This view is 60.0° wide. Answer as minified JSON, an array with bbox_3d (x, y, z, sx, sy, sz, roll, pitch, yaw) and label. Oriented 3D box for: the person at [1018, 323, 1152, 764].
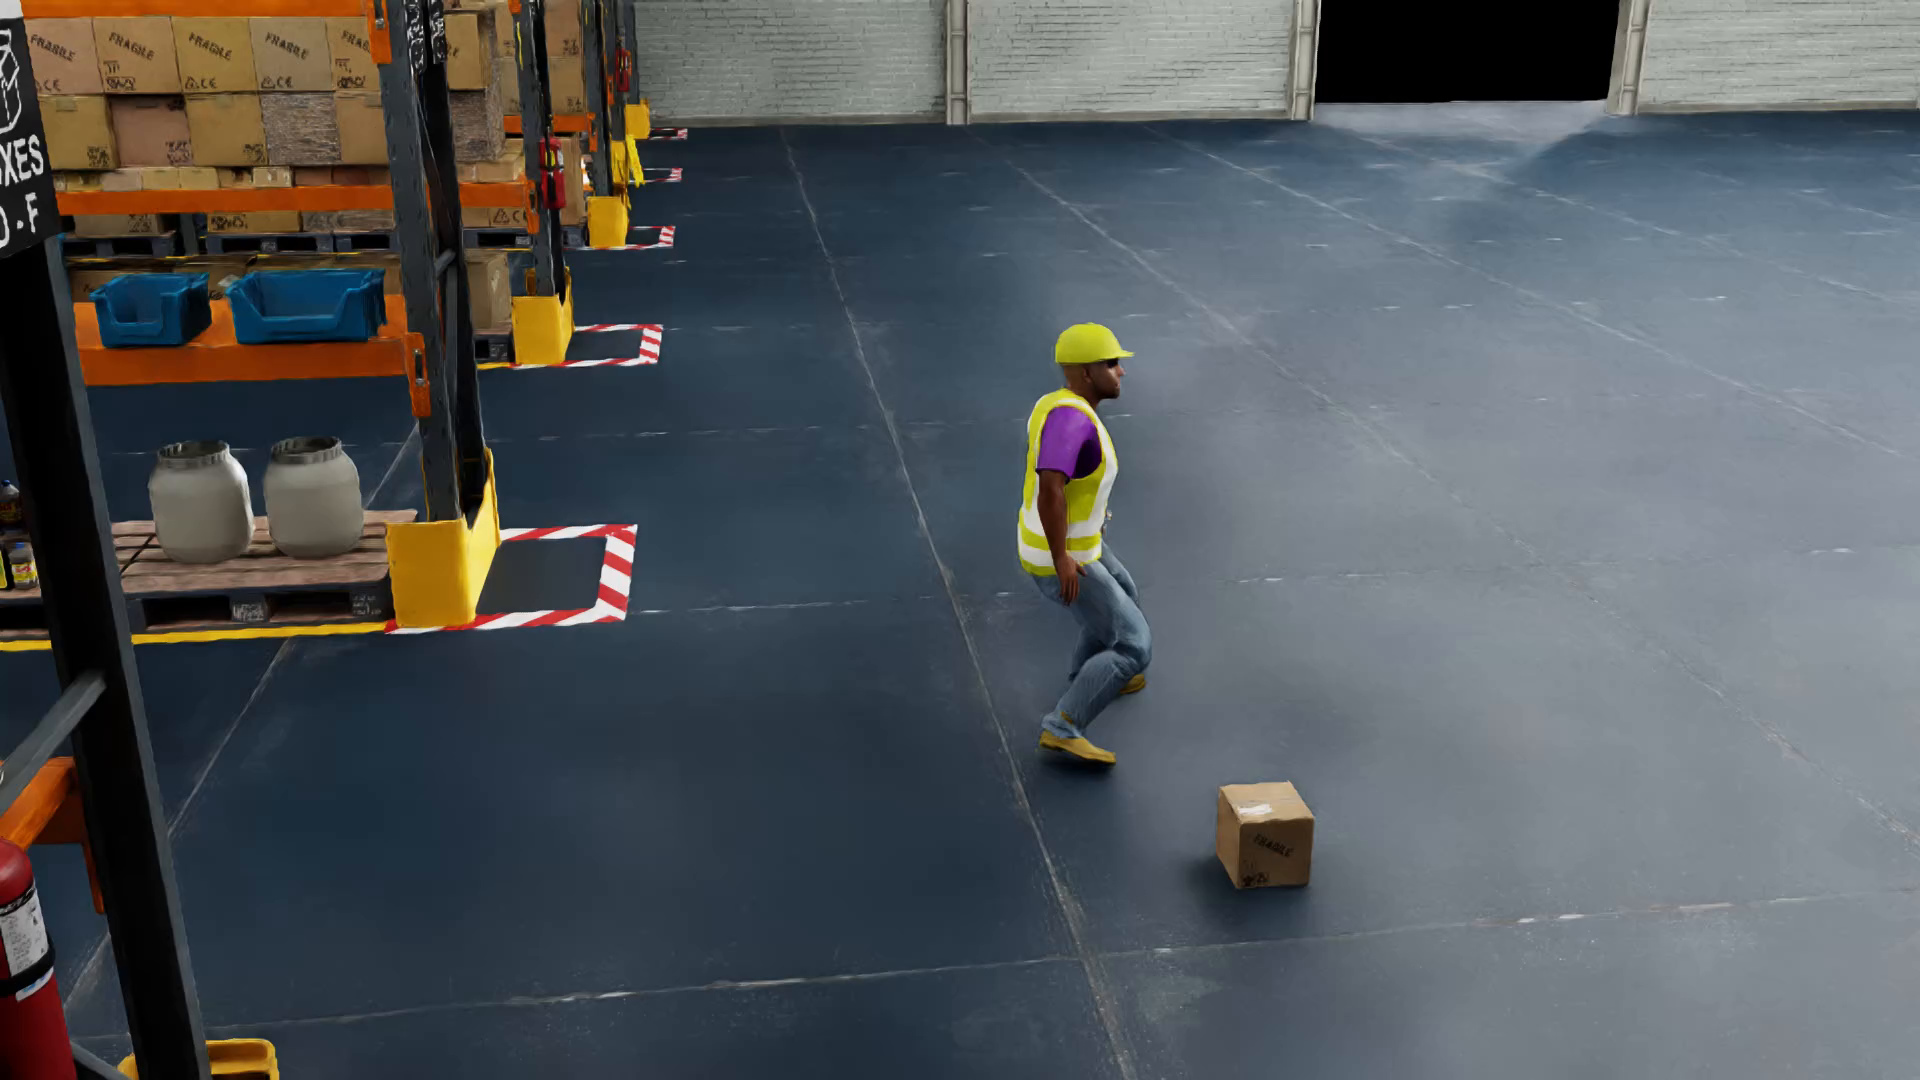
[{"bbox_3d":[0.491,-0.016,6.309,0.544,1.620,0.894,0,20,1],"label":"person"}]
